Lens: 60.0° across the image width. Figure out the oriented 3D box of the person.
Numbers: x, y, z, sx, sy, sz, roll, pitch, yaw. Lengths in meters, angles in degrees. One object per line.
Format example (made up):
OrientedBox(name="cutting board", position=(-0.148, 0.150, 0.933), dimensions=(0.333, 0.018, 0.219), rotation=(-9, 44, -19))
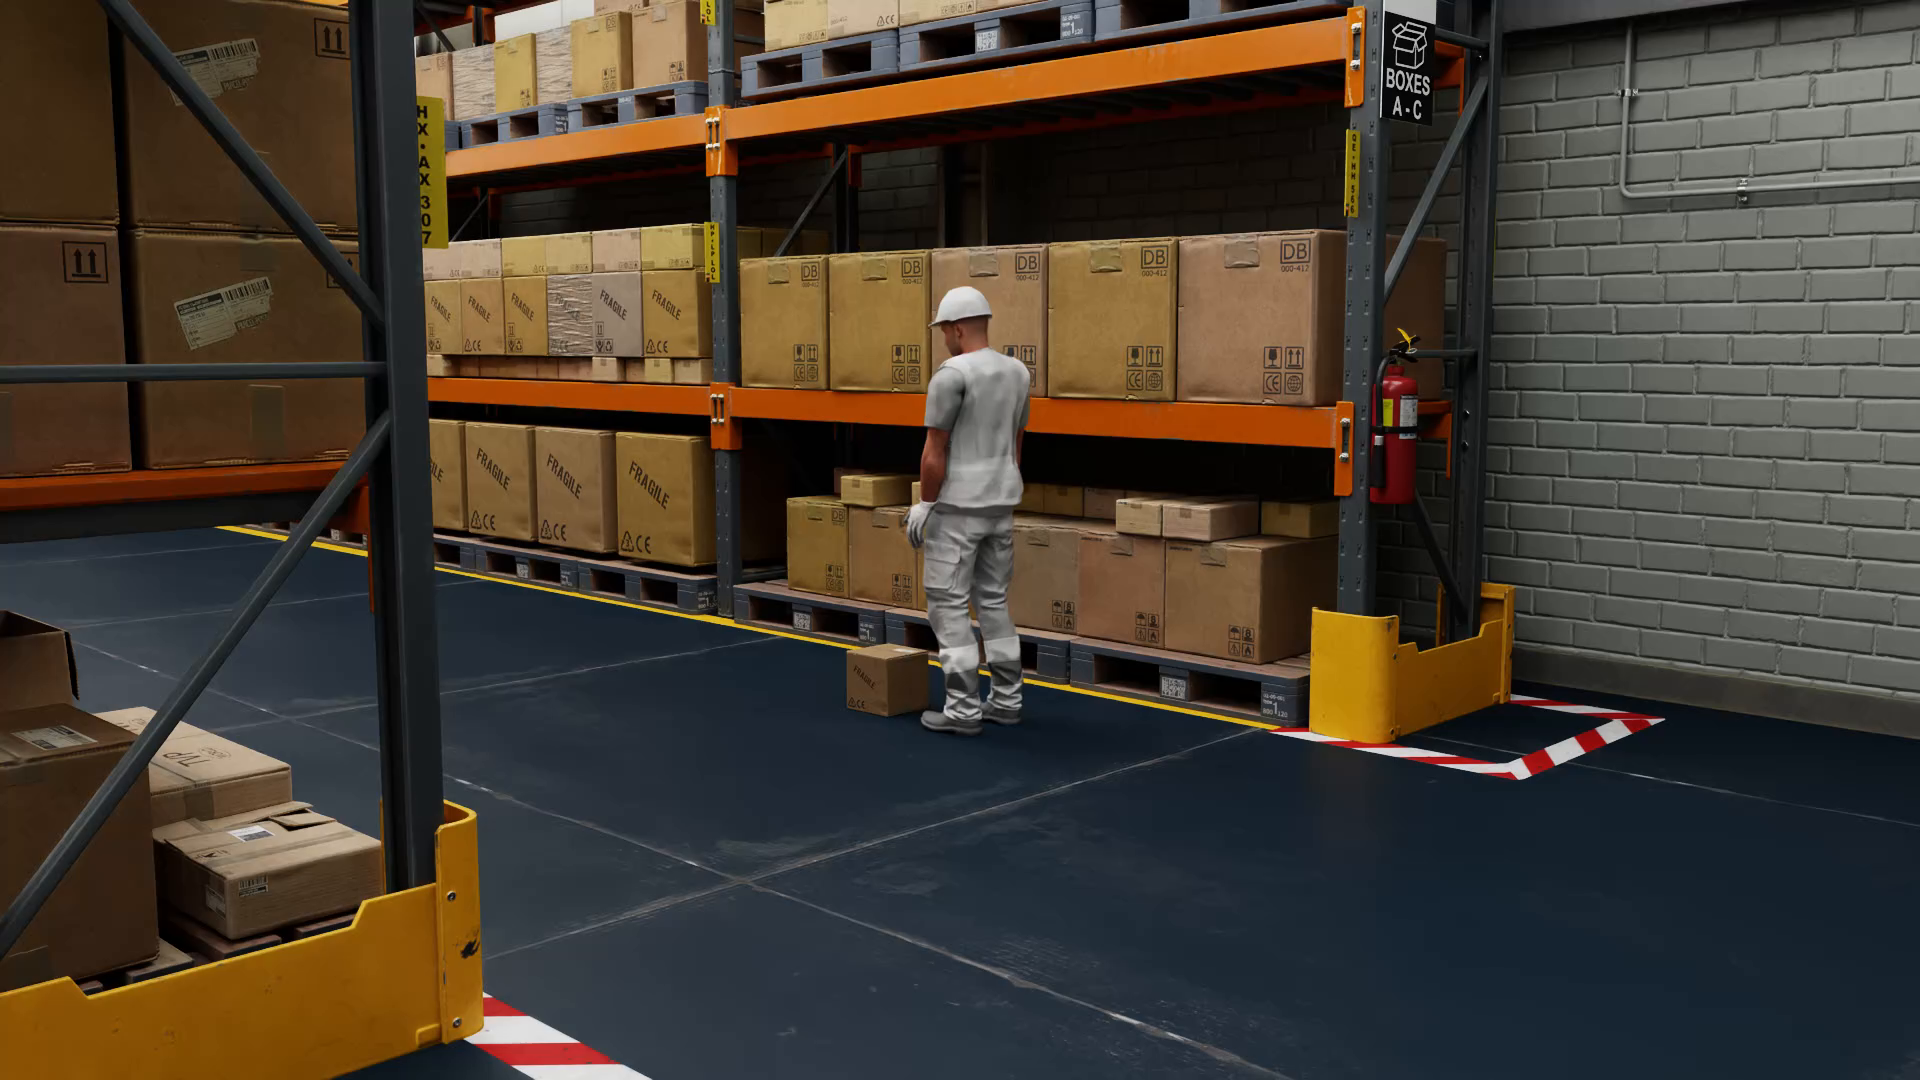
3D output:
OrientedBox(name="person", position=(0.035, -0.118, 6.676), dimensions=(0.364, 1.775, 0.529), rotation=(7, 10, 44))
